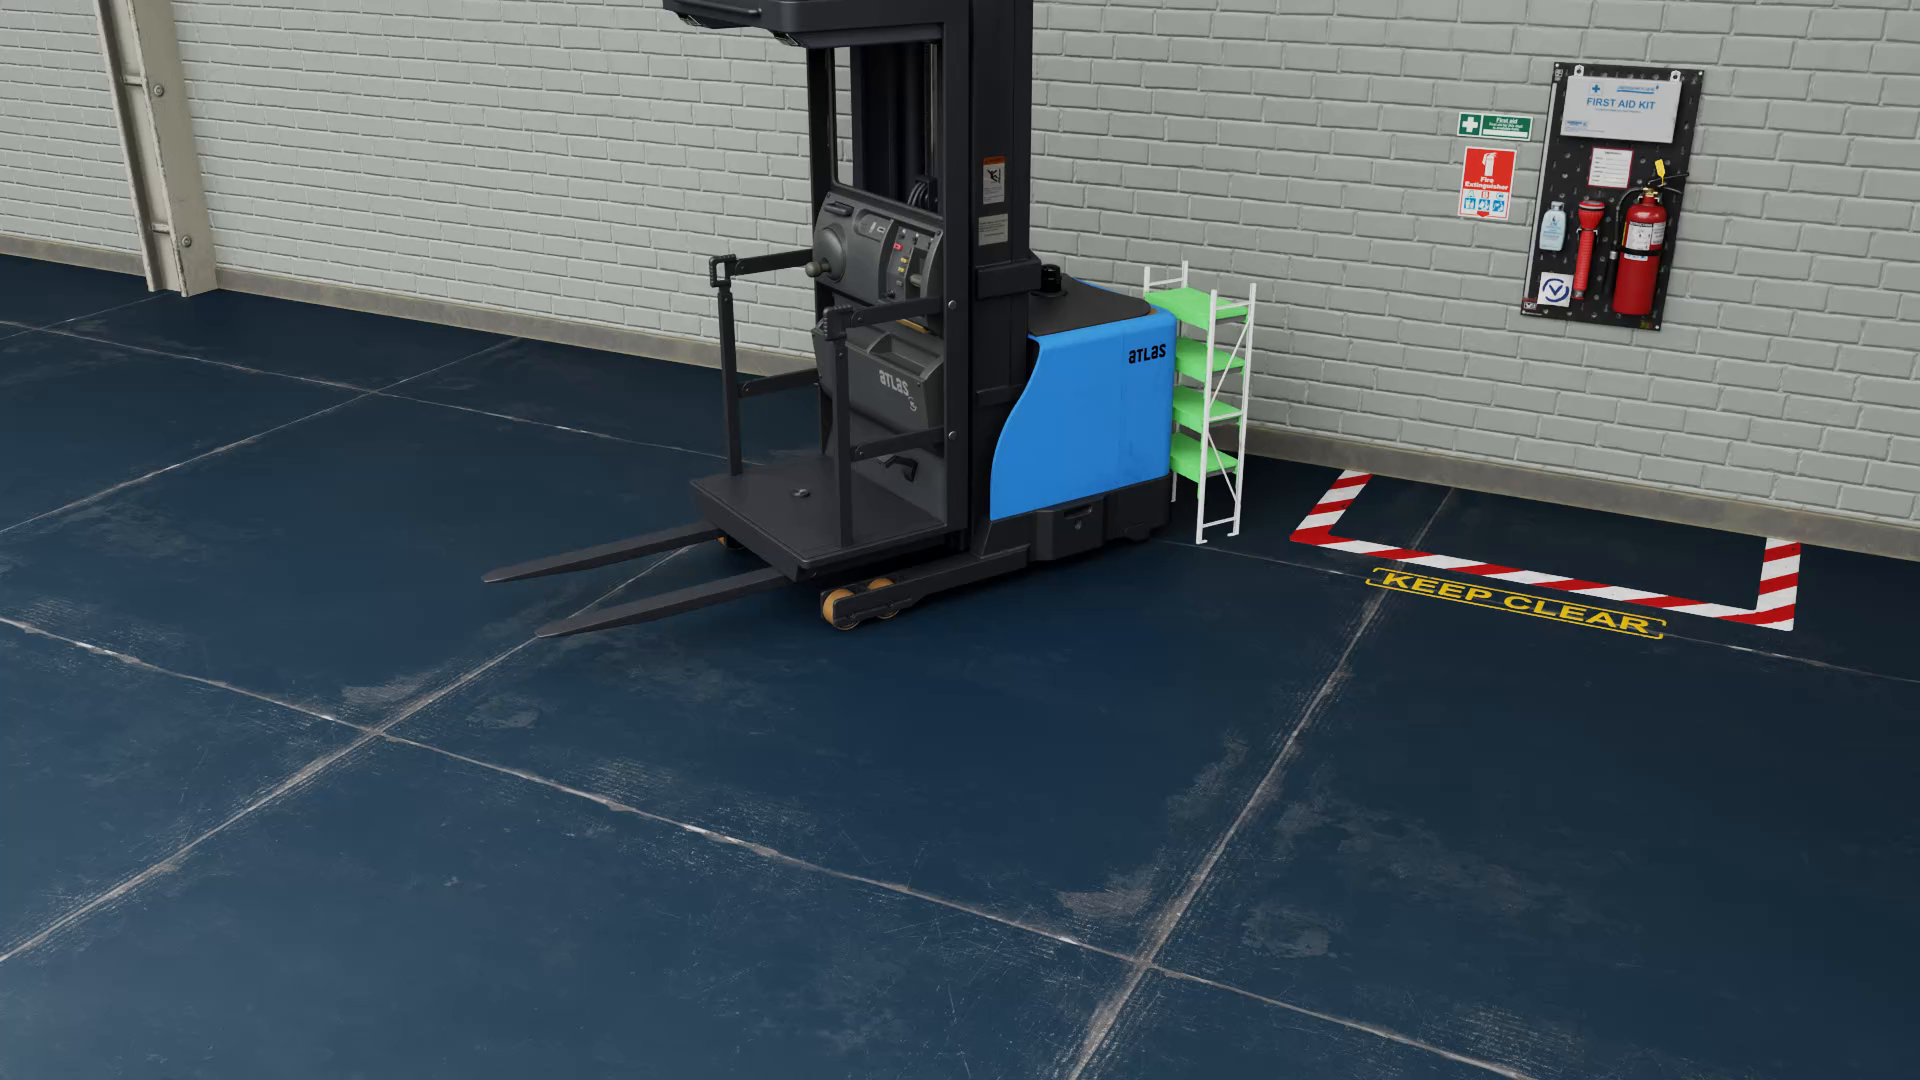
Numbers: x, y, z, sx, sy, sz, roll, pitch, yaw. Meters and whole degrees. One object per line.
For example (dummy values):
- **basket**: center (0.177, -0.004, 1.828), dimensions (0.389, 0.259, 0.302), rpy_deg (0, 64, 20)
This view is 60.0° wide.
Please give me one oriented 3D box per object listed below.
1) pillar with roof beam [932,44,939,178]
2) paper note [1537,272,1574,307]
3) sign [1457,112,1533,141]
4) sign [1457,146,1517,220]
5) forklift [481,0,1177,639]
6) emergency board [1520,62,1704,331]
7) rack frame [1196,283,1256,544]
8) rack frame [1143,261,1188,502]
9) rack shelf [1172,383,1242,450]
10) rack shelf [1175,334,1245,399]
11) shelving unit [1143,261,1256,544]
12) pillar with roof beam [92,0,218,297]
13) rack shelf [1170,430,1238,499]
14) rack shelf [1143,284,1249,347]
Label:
- **pillar with roof beam**: center (-2.187, -3.393, 4.229), dimensions (0.400, 9.000, 9.100), rpy_deg (11, 25, 25)
- **paper note**: center (2.795, -1.176, 7.808), dimensions (0.142, 0.148, 0.016), rpy_deg (11, 25, 25)
- **sign**: center (2.475, -1.916, 7.699), dimensions (0.331, 0.109, 0.001), rpy_deg (11, 25, 25)
- **sign**: center (2.475, -1.676, 7.812), dimensions (0.234, 0.329, 0.001), rpy_deg (11, 25, 25)
- **forklift**: center (-0.524, -1.212, 6.854), dimensions (3.031, 2.935, 1.130), rpy_deg (-15, 27, -31)
- **emergency board**: center (2.922, -1.526, 7.505), dimensions (0.643, 1.169, 0.194), rpy_deg (11, 25, 25)
- **rack frame**: center (1.202, -0.558, 7.529), dimensions (0.240, 1.200, 0.015), rpy_deg (-13, 26, -28)
- **rack frame**: center (0.954, -0.723, 7.916), dimensions (0.240, 1.200, 0.015), rpy_deg (-13, 26, -28)
- **rack shelf**: center (1.078, -0.582, 7.748), dimensions (0.258, 0.148, 0.480), rpy_deg (-13, 26, -28)
- **rack shelf**: center (1.078, -0.802, 7.654), dimensions (0.258, 0.148, 0.480), rpy_deg (-13, 26, -28)
- **shelving unit**: center (1.078, -0.640, 7.723), dimensions (0.258, 1.200, 0.503), rpy_deg (-13, 26, -28)
- **pillar with roof beam**: center (-7.542, -4.452, 6.721), dimensions (0.400, 9.000, 9.100), rpy_deg (11, 25, 25)
- **rack shelf**: center (1.078, -0.361, 7.842), dimensions (0.258, 0.148, 0.480), rpy_deg (-13, 26, -28)
- **rack shelf**: center (1.078, -1.023, 7.560), dimensions (0.258, 0.148, 0.480), rpy_deg (-13, 26, -28)
